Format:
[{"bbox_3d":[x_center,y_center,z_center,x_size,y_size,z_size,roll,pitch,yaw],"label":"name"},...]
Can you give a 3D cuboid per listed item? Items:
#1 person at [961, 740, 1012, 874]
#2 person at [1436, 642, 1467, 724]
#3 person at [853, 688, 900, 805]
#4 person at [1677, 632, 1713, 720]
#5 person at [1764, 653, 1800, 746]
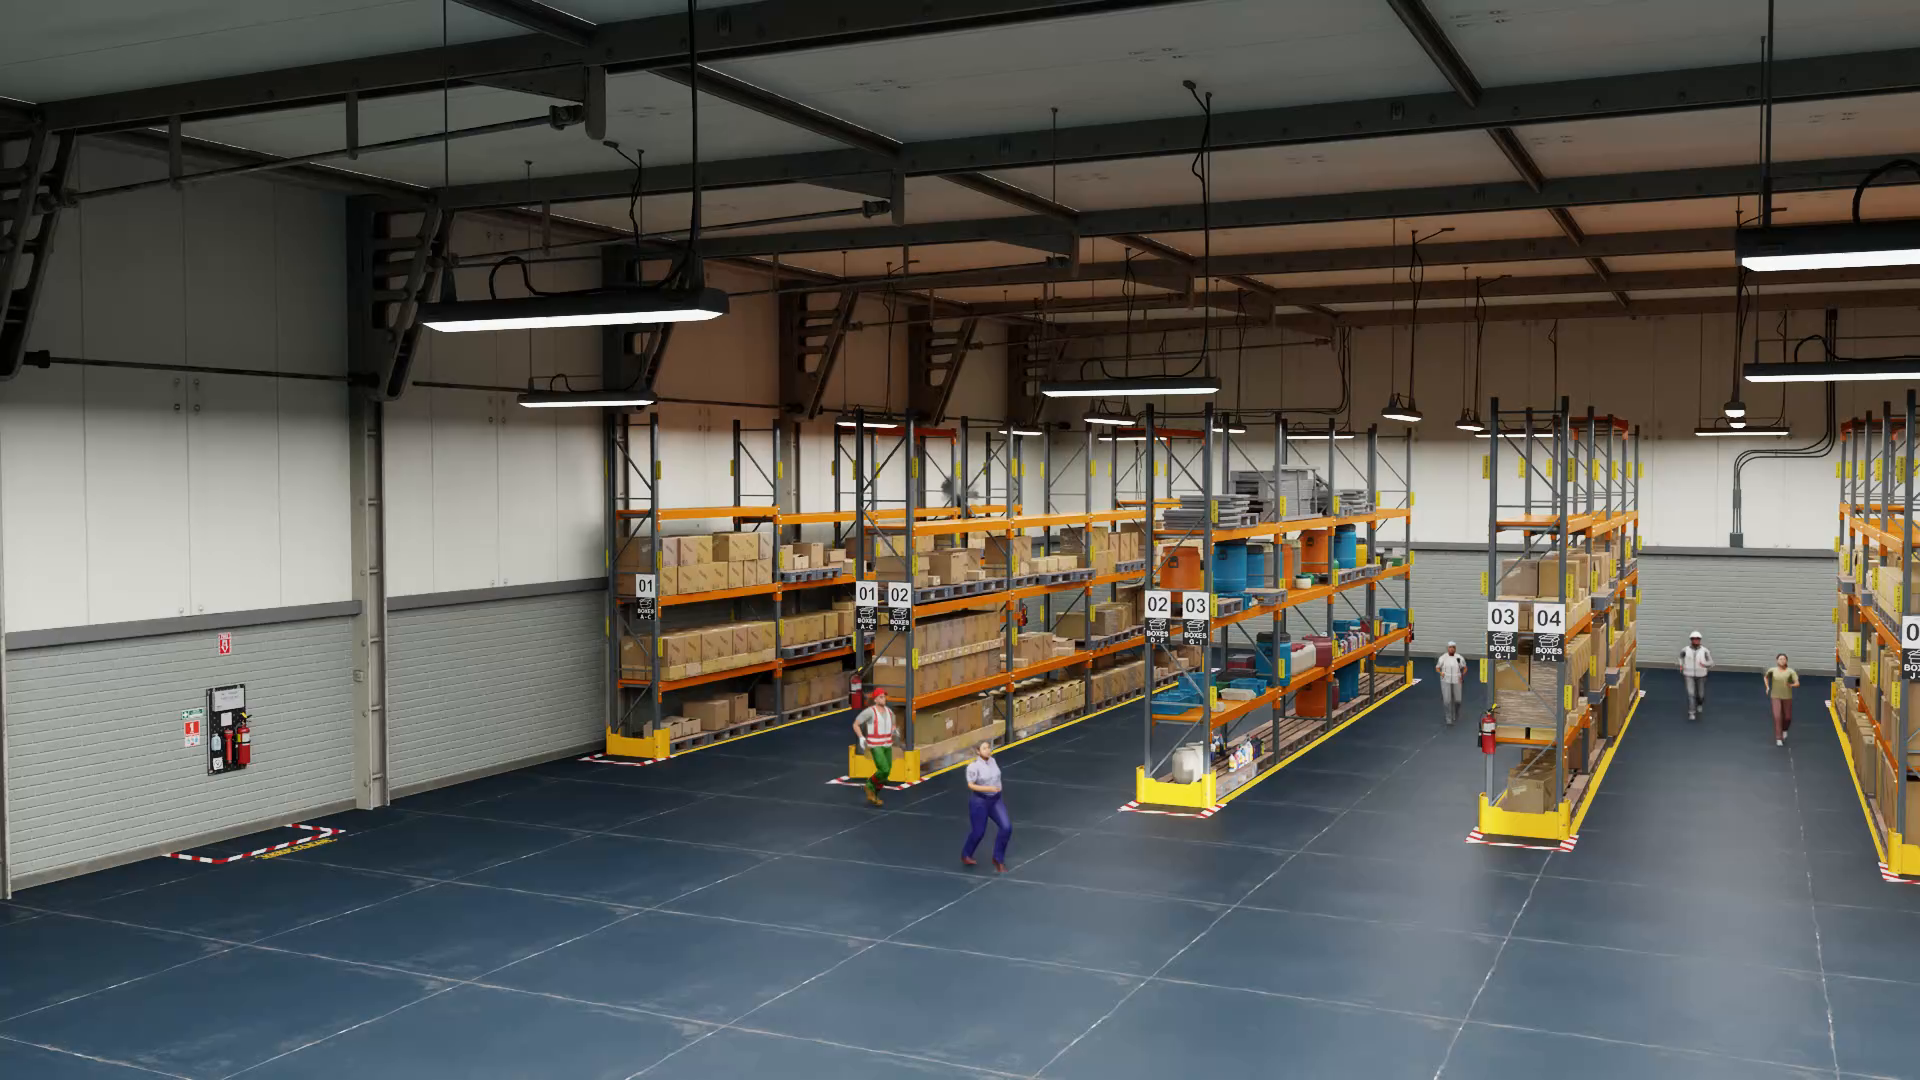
[{"bbox_3d":[0.323,3.331,20.793,0.608,1.683,0.733,-2,3,-37],"label":"person"},{"bbox_3d":[9.679,2.818,32.735,0.600,1.608,0.540,1,2,14],"label":"person"},{"bbox_3d":[-1.161,3.076,24.705,0.646,1.746,0.616,-2,3,-43],"label":"person"},{"bbox_3d":[14.768,2.717,33.426,0.669,1.748,0.896,1,3,23],"label":"person"},{"bbox_3d":[14.965,2.883,30.294,0.584,1.645,0.939,1,3,24],"label":"person"}]
